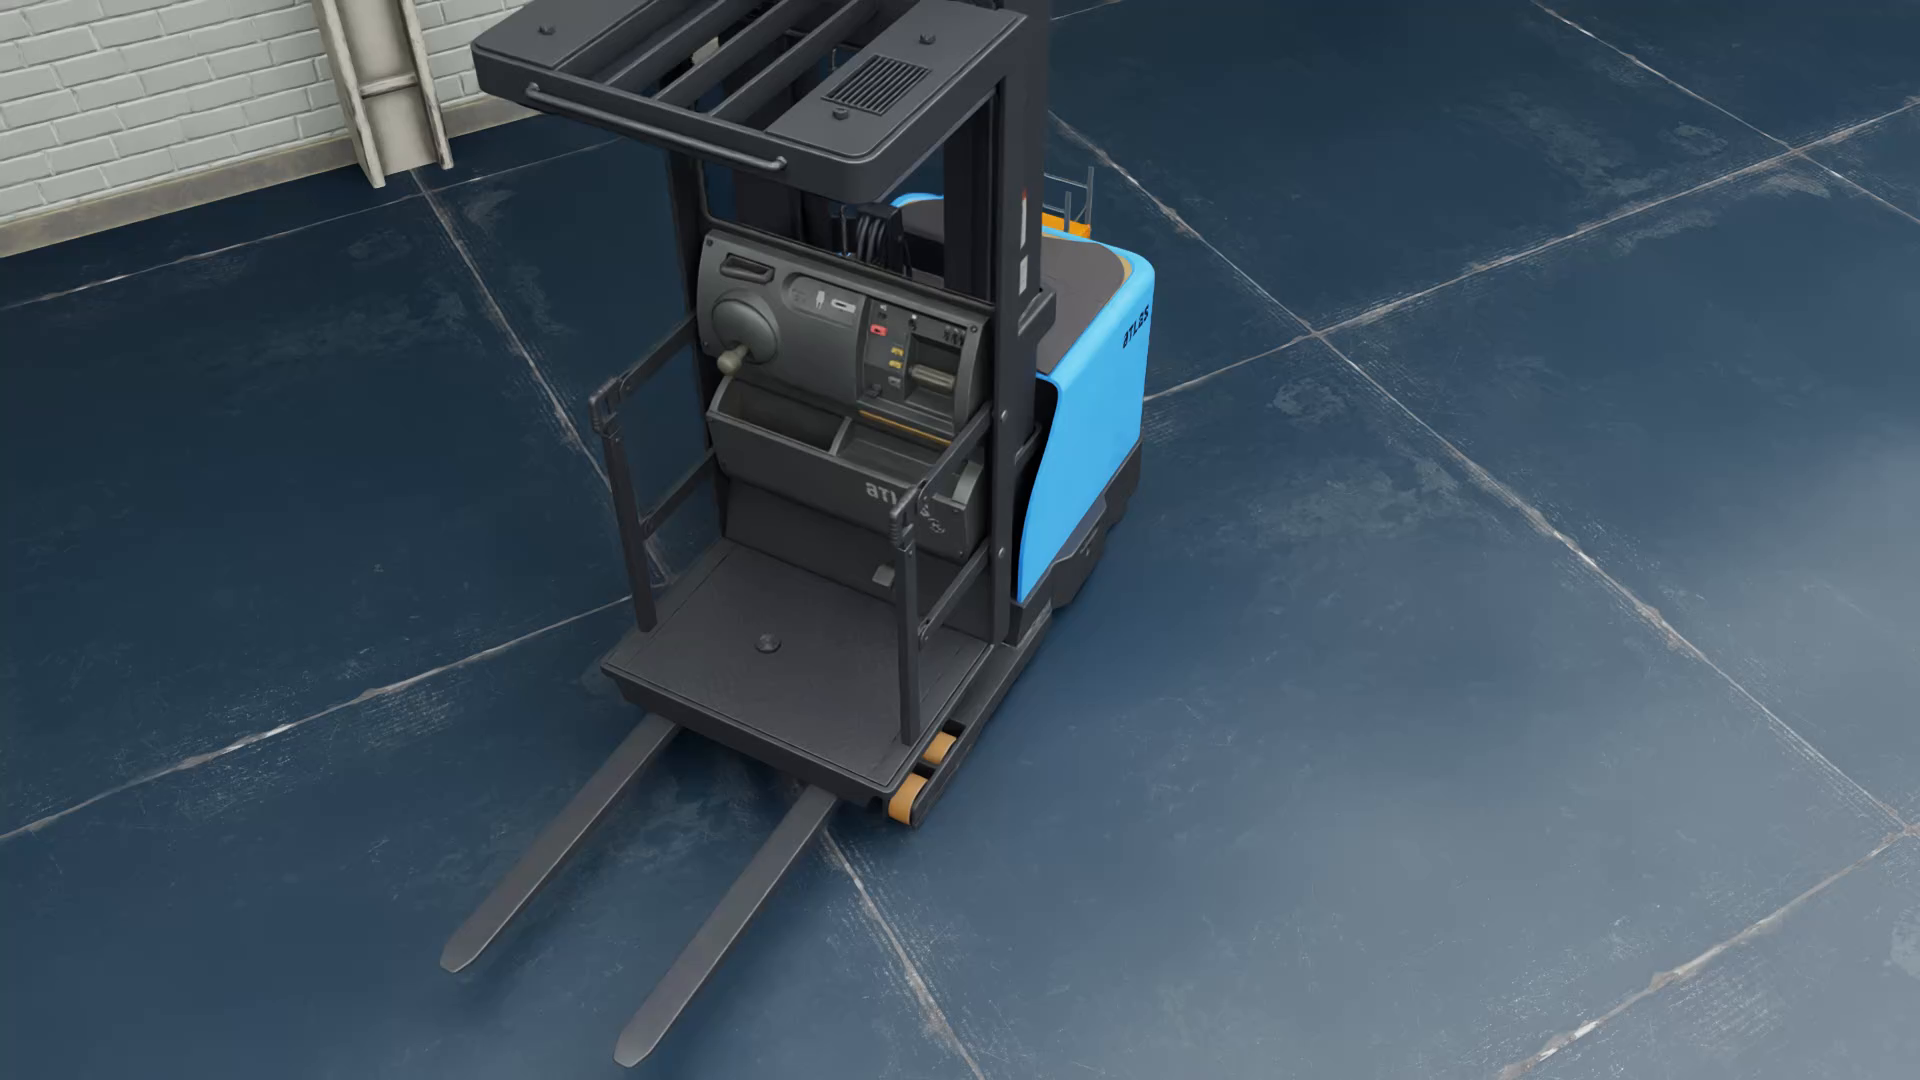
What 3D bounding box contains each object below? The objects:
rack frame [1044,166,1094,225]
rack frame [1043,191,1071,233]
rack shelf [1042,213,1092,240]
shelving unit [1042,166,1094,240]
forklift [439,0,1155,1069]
[{"bbox_3d":[0.368,-0.926,6.343,0.240,1.200,0.006,21,48,20],"label":"rack frame"},{"bbox_3d":[0.280,-0.814,6.227,0.240,1.200,0.006,21,48,20],"label":"rack frame"},{"bbox_3d":[0.324,-1.097,6.065,0.258,0.103,0.180,21,48,20],"label":"rack shelf"},{"bbox_3d":[0.324,-0.870,6.285,0.258,1.200,0.189,21,48,20],"label":"shelving unit"},{"bbox_3d":[-0.459,-0.508,4.669,1.130,2.935,3.031,21,48,20],"label":"forklift"}]
